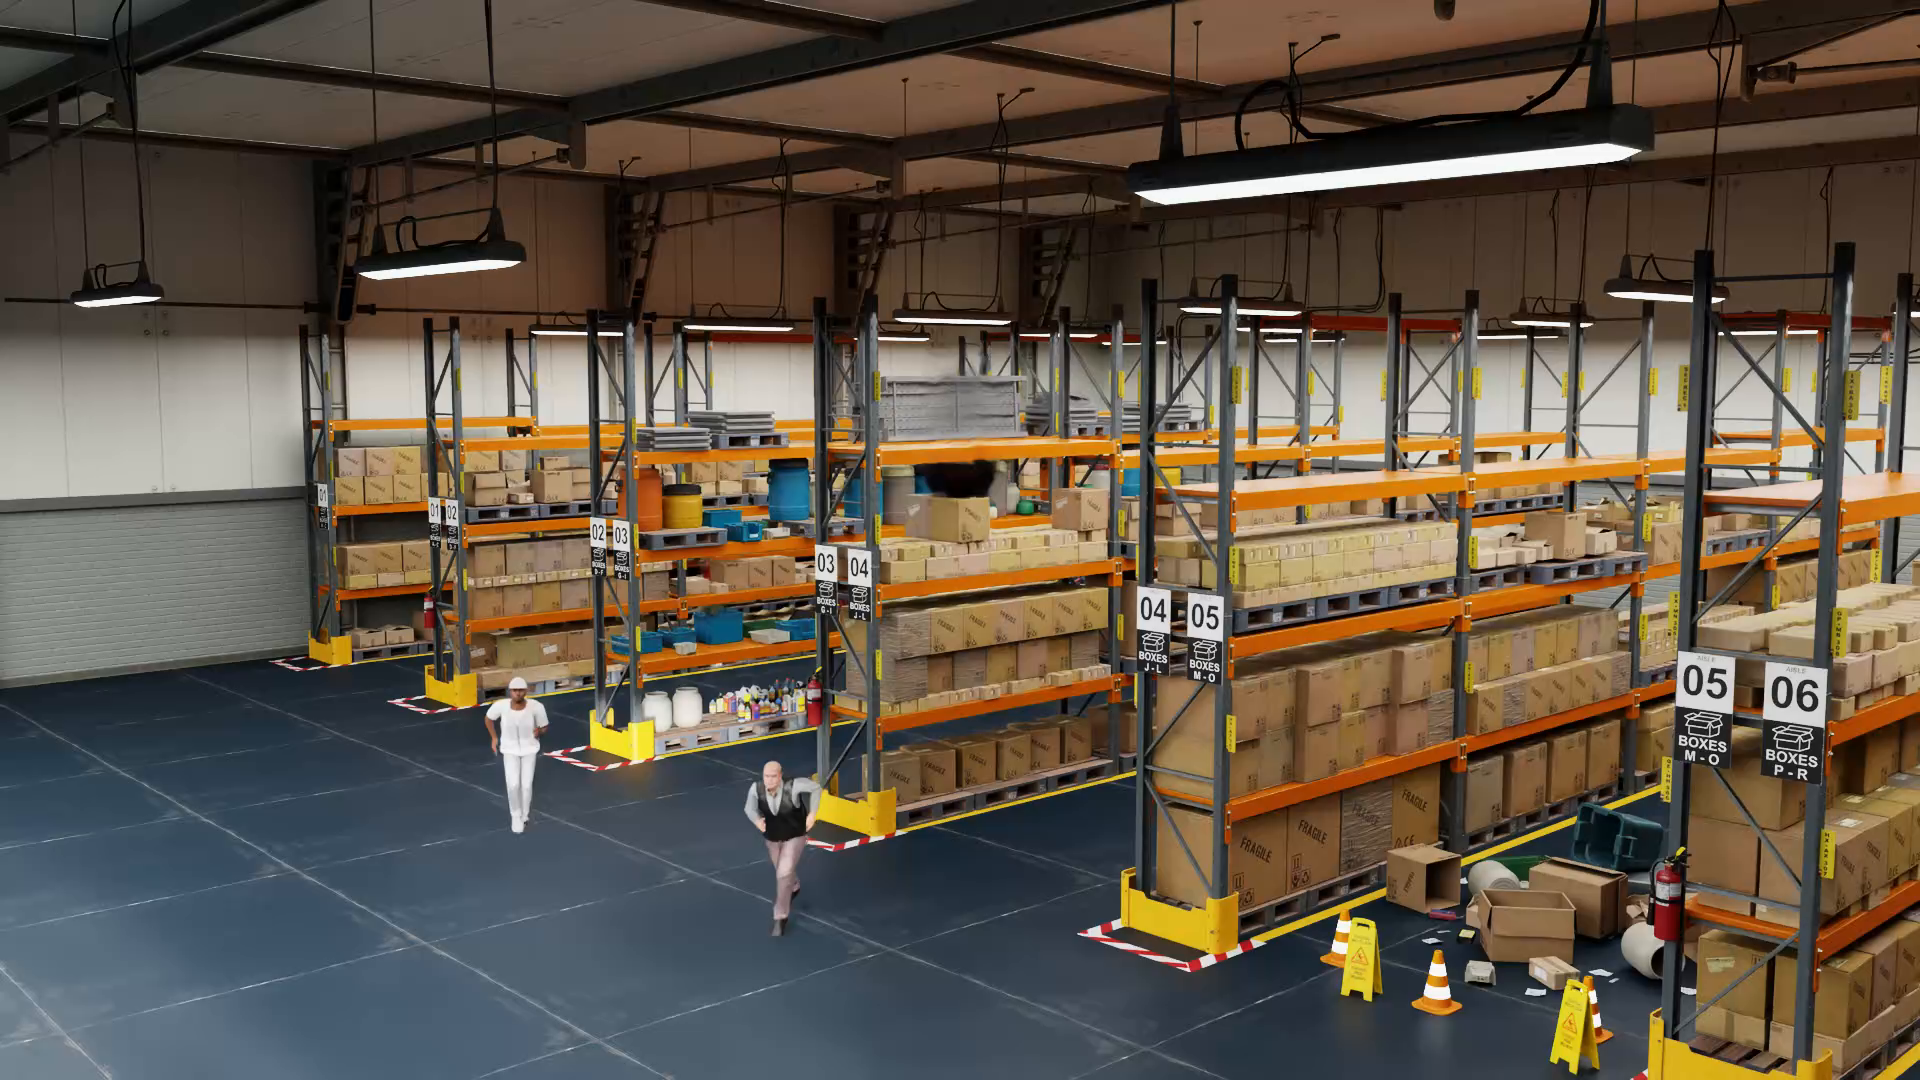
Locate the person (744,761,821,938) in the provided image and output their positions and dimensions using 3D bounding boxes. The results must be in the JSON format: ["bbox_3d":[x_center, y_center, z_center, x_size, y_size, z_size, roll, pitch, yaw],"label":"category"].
[{"bbox_3d":[-1.625,2.814,15.559,0.701,1.681,0.988,1,6,9],"label":"person"}]

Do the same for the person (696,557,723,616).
[{"bbox_3d":[-4.654,1.160,31.318,0.663,1.747,0.945,5,8,42],"label":"person"}]

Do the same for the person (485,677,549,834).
[{"bbox_3d":[-4.977,2.420,18.717,0.698,1.789,0.780,-2,6,-15],"label":"person"}]
